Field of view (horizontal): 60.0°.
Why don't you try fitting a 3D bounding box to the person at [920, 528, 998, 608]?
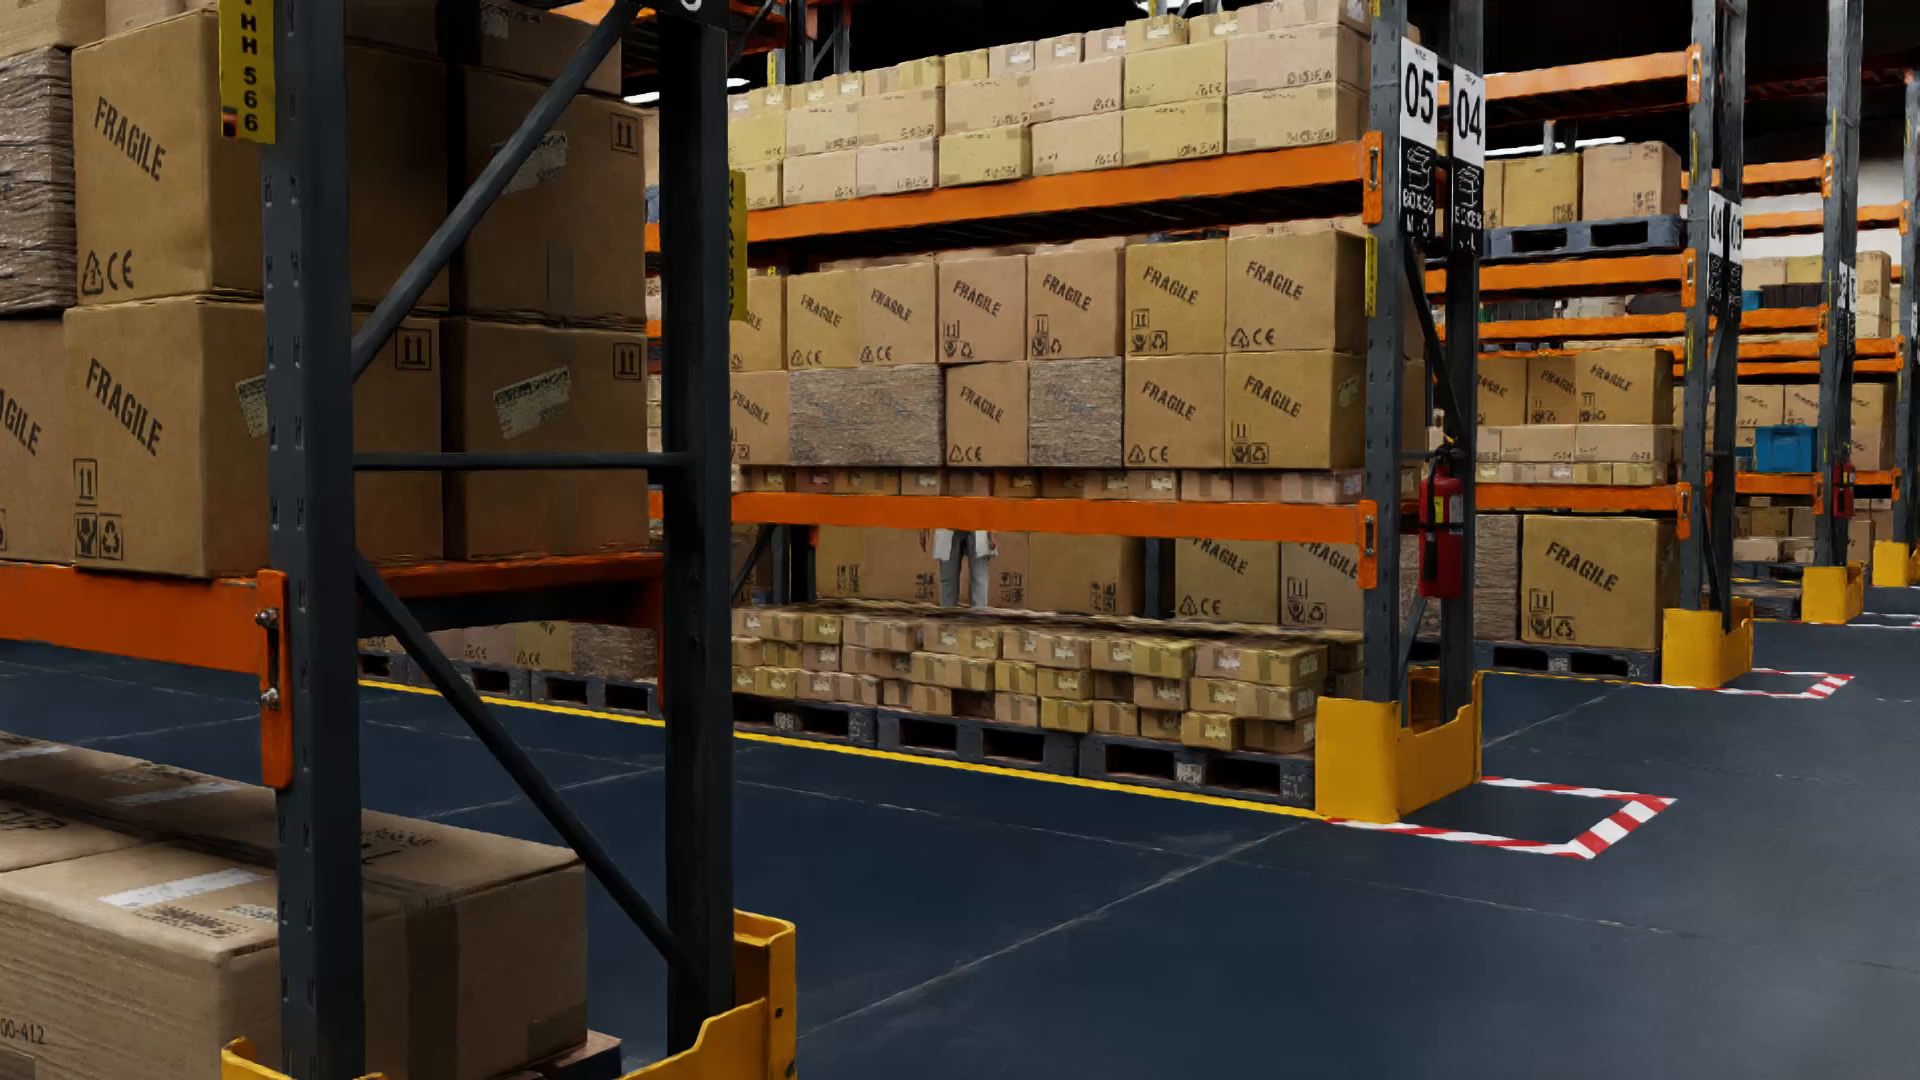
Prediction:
[{"bbox_3d":[-0.017,-0.069,12.744,0.662,1.786,0.555,0,3,8],"label":"person"}]
